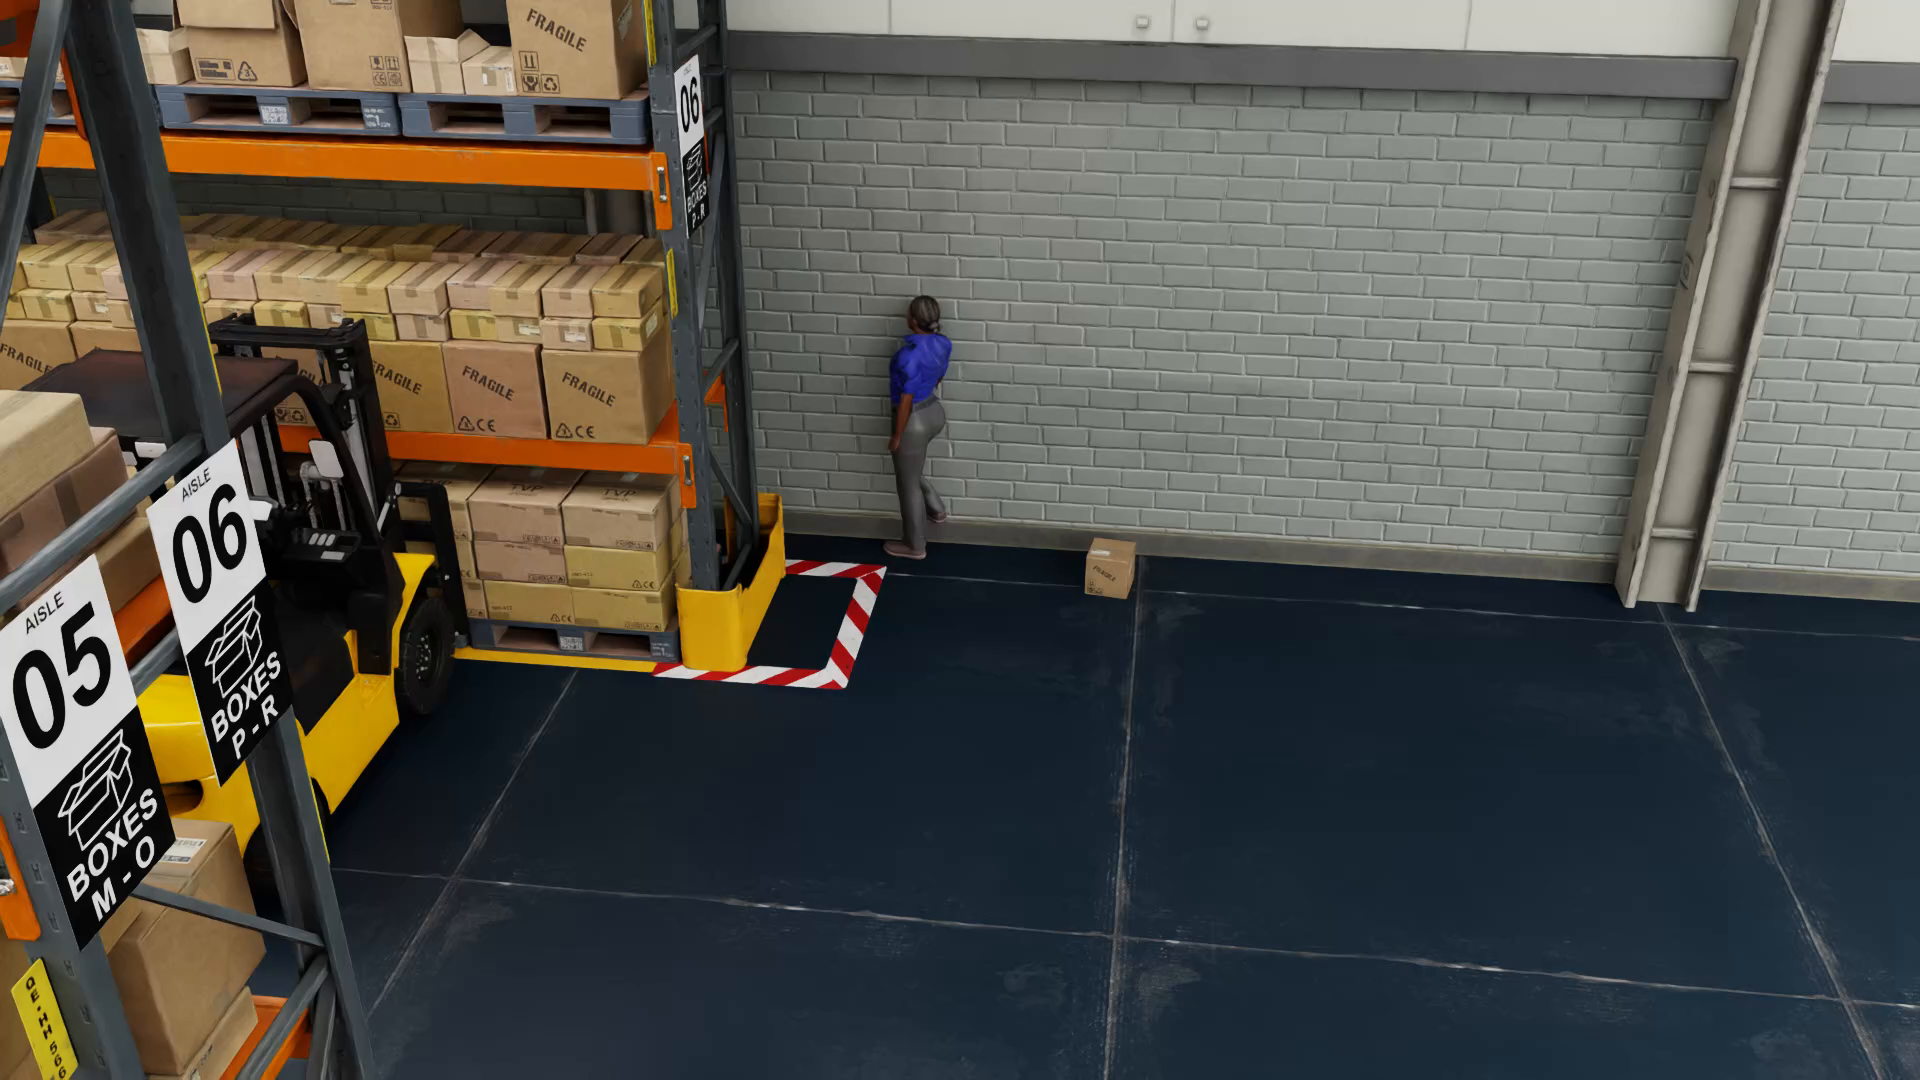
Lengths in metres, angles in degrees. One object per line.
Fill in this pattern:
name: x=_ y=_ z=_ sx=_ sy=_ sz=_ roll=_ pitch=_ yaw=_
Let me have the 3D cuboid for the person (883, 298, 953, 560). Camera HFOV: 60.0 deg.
person: x=-0.285 y=-0.687 z=9.901 sx=0.504 sy=1.645 sz=0.447 roll=19 pitch=34 yaw=31
